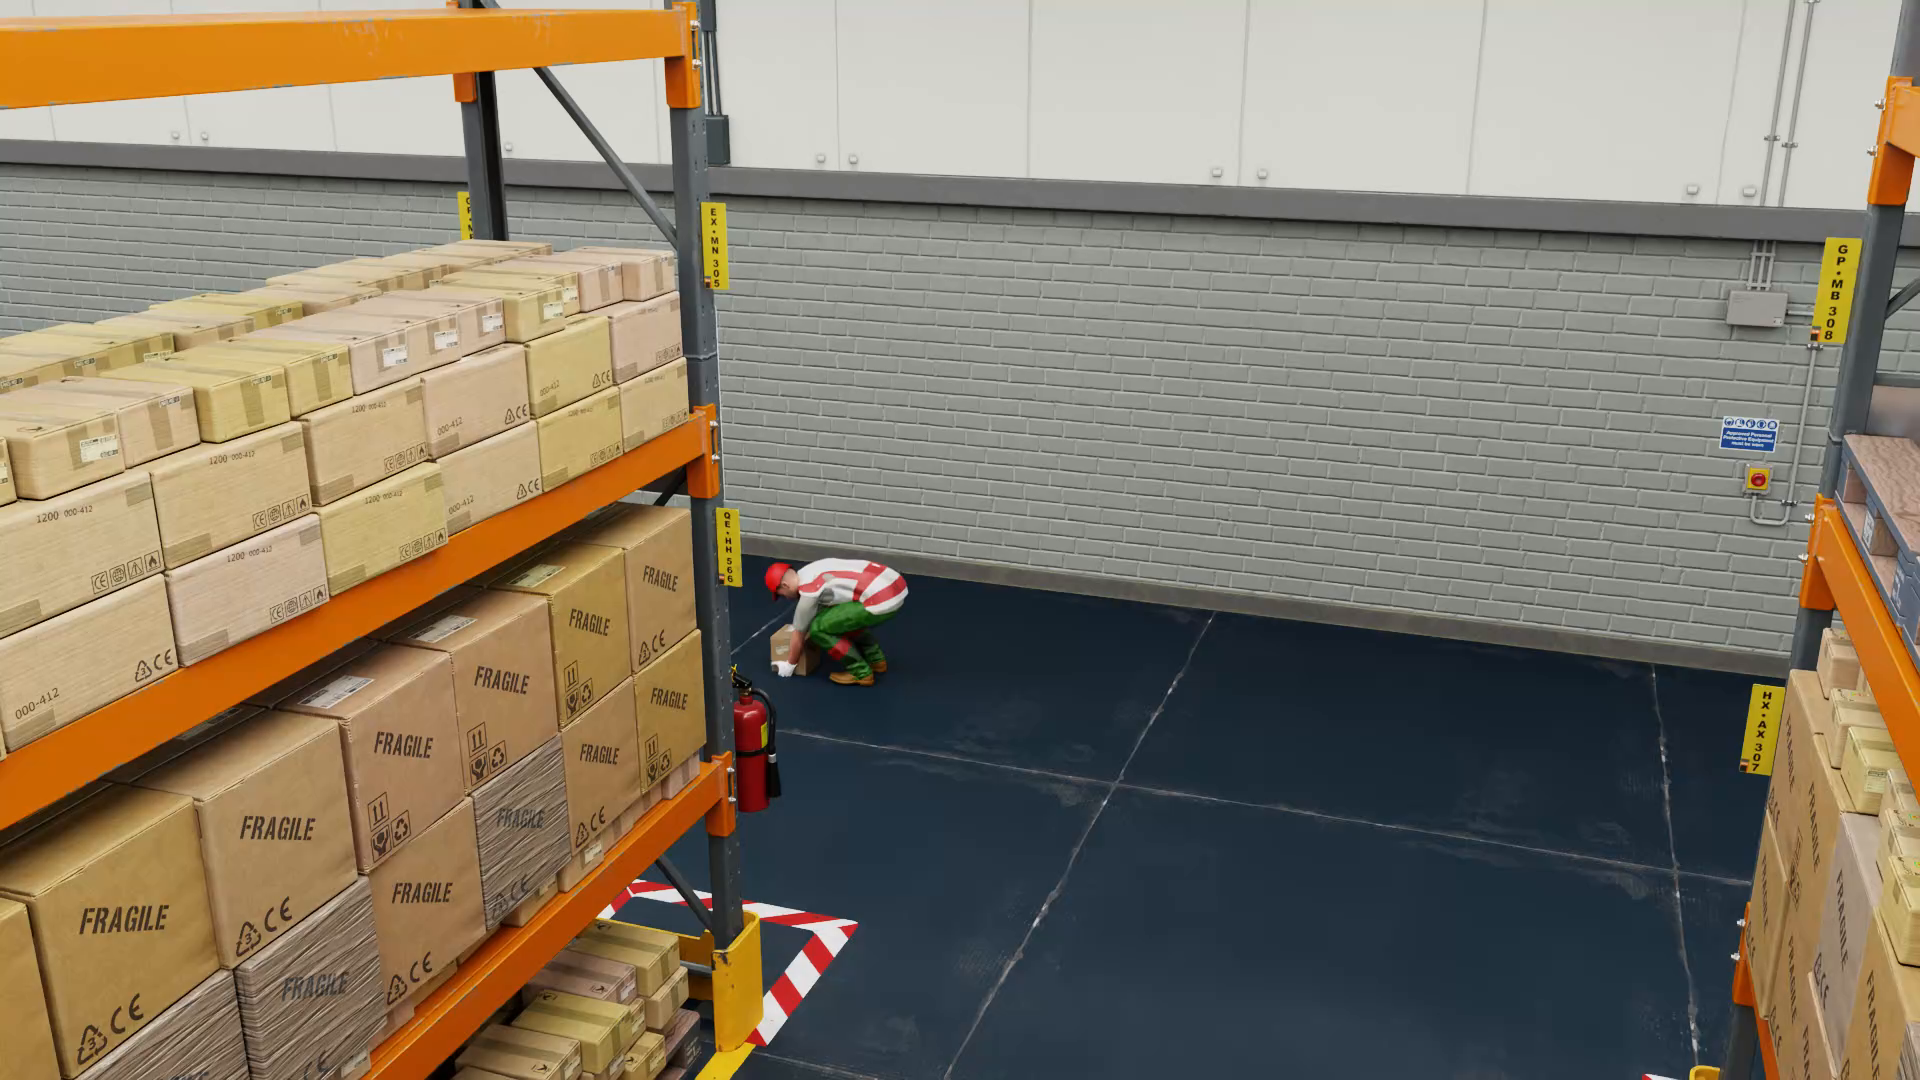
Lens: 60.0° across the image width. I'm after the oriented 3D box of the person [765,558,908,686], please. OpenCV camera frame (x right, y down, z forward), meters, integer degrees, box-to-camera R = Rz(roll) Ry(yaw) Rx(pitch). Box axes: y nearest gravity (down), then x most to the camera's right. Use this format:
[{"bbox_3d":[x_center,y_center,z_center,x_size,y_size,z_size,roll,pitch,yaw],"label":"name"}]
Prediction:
[{"bbox_3d":[-0.828,0.528,11.050,0.965,0.820,0.526,6,19,17],"label":"person"}]
